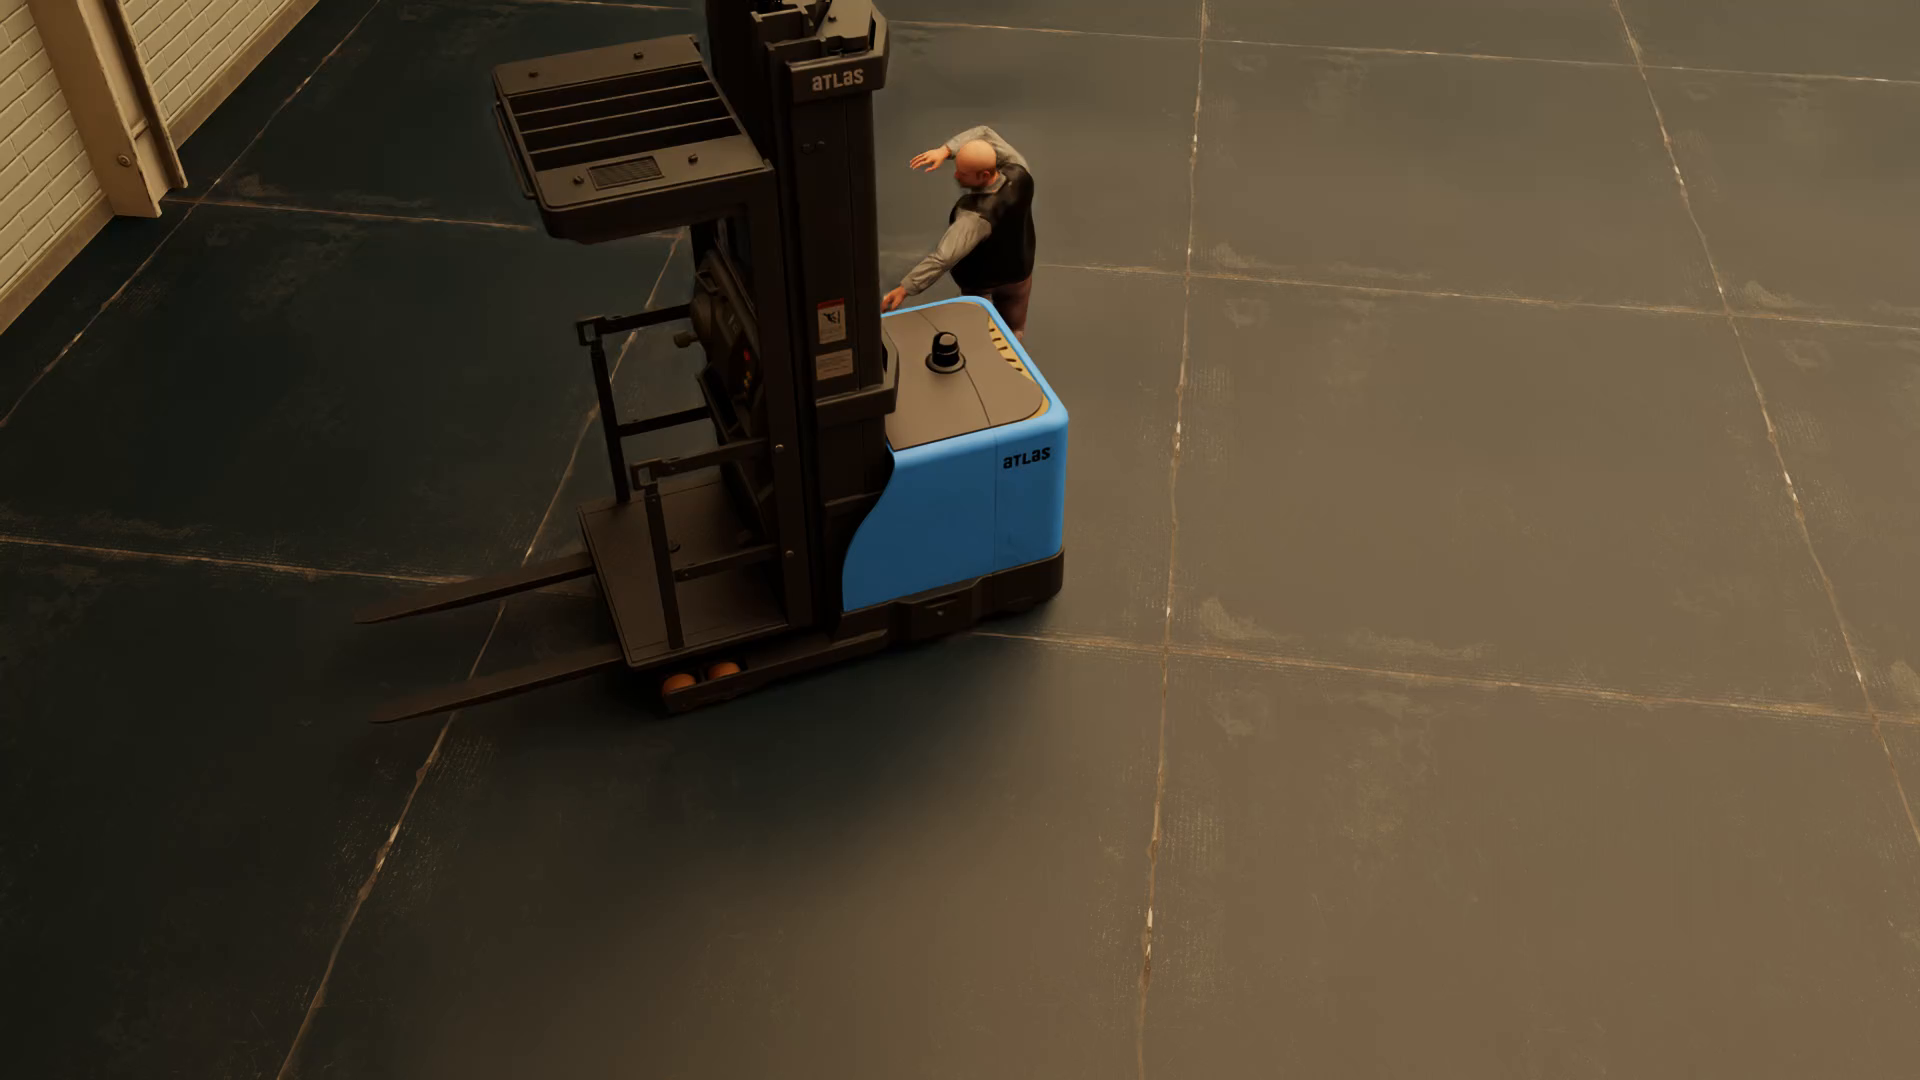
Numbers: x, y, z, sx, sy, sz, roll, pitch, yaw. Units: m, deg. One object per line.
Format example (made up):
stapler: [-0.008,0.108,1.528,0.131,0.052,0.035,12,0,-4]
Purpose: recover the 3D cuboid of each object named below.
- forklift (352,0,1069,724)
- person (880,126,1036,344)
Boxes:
forklift: [-1.103,-0.752,6.543,3.031,2.935,1.130,-15,45,-15]
person: [-0.056,-1.415,8.375,0.887,1.426,0.972,-11,44,-11]
